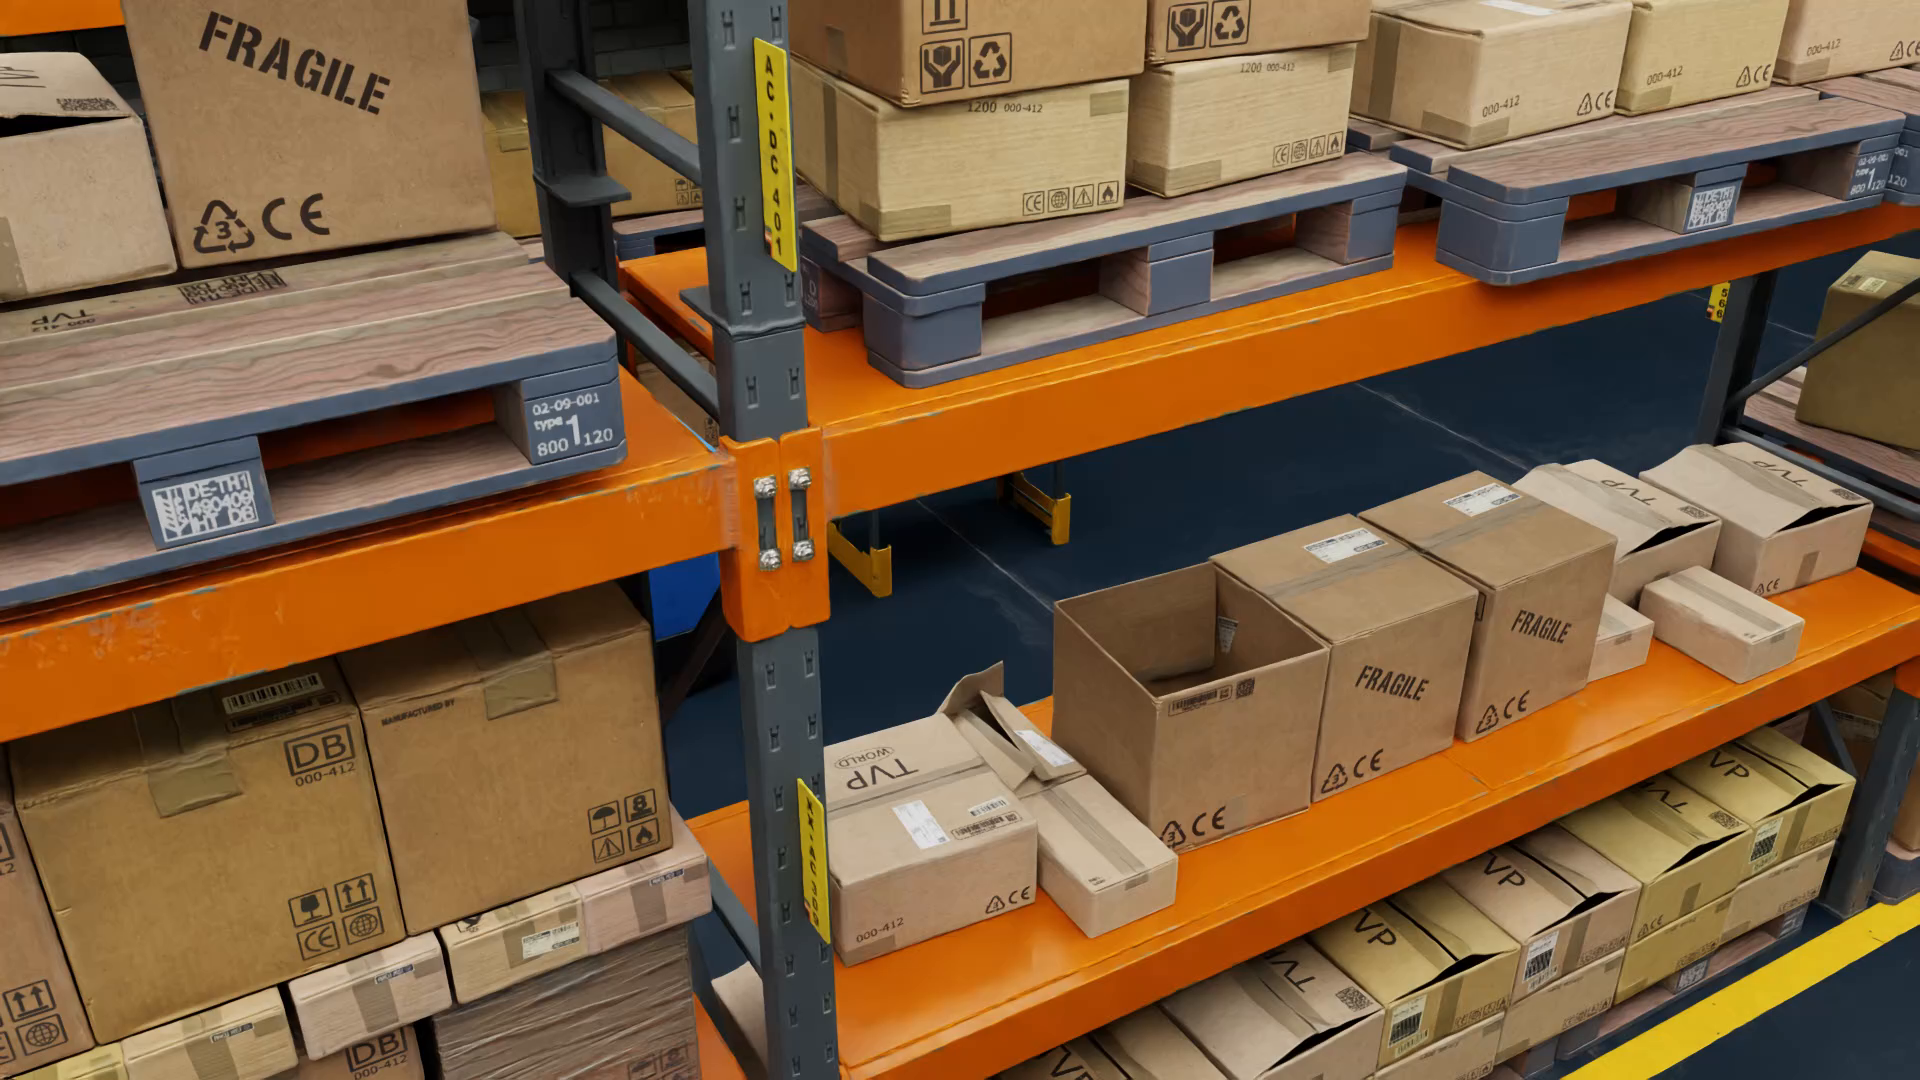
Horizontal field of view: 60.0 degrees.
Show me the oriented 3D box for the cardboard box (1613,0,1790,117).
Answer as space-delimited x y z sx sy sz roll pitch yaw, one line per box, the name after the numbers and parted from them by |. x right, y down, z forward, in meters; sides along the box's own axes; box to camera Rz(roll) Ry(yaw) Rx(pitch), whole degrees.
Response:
1.591 -1.224 3.980 0.500 0.250 0.500 -17 33 -27 | cardboard box

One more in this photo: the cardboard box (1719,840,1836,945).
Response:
2.565 1.052 5.650 0.500 0.250 0.500 -15 32 -25 | cardboard box

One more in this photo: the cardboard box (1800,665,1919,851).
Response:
3.433 0.711 5.989 0.500 0.500 0.500 -14 32 -24 | cardboard box

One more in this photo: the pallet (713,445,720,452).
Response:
-1.343 -0.553 9.033 1.213 0.211 1.003 -16 33 -26 | pallet

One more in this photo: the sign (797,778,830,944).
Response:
-0.271 0.598 3.084 0.005 0.325 0.100 -16 33 -26 | sign

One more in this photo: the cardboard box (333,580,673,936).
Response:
-0.933 0.280 3.191 0.500 0.500 0.700 -16 33 -26 | cardboard box

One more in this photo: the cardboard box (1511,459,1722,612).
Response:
2.026 -0.021 5.276 0.500 0.311 0.500 -16 33 -27 | cardboard box

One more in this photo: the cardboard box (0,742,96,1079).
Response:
-1.800 0.527 2.745 0.500 0.500 0.700 -16 33 -26 | cardboard box

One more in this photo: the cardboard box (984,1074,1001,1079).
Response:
-0.071 1.558 4.153 0.500 0.311 0.500 -16 33 -26 | cardboard box

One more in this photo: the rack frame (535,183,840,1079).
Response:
-0.553 0.781 3.730 0.127 3.000 1.000 -16 33 -26 | rack frame

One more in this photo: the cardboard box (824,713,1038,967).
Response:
-0.151 0.708 4.018 0.500 0.250 0.500 -14 32 -23 | cardboard box

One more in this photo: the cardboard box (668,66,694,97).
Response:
-1.080 -2.064 8.326 0.500 0.500 0.700 -16 33 -26 | cardboard box

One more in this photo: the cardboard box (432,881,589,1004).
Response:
-0.893 0.669 3.159 0.250 0.149 0.380 -17 33 -27 | cardboard box

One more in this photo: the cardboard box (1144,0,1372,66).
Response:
0.478 -1.262 3.273 0.500 0.500 0.500 -13 31 -22 | cardboard box

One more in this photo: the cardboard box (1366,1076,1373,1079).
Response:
0.807 1.553 4.743 0.500 0.250 0.500 -17 33 -28 | cardboard box

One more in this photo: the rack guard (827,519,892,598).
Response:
-0.495 0.031 7.935 0.087 0.250 0.587 -16 33 -26 | rack guard

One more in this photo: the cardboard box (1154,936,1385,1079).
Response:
0.809 1.310 4.602 0.500 0.311 0.500 -17 33 -28 | cardboard box

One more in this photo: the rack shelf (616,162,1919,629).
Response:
1.171 -0.707 4.067 4.000 0.370 1.077 -16 33 -26 | rack shelf

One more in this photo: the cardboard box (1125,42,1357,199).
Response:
0.455 -0.933 3.452 0.500 0.250 0.500 -19 34 -31 | cardboard box

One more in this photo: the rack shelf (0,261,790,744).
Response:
-2.278 0.272 2.292 4.000 0.370 1.077 -16 33 -26 | rack shelf

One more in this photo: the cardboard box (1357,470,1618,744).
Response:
1.457 0.176 4.724 0.500 0.500 0.500 -18 34 -29 | cardboard box

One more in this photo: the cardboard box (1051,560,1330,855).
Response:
0.571 0.427 4.268 0.500 0.500 0.500 -13 32 -23 | cardboard box

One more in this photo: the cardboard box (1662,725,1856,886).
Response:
2.569 0.807 5.514 0.500 0.311 0.500 -15 32 -25 | cardboard box

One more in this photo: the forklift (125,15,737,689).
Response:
-2.475 -0.509 6.138 3.031 2.935 1.130 -17 33 -28 | forklift

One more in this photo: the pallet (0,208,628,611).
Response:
-1.276 -0.274 2.629 1.213 0.211 1.003 -16 33 -26 | pallet

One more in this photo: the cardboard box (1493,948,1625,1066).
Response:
1.688 1.302 5.198 0.500 0.250 0.500 -15 32 -25 | cardboard box

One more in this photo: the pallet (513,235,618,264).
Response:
-2.333 -1.324 7.744 1.213 0.211 1.003 -16 33 -26 | pallet

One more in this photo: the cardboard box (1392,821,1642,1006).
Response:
1.687 1.059 5.057 0.500 0.311 0.500 -16 33 -27 | cardboard box

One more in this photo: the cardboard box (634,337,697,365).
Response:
-1.615 -1.134 8.555 0.500 0.250 0.500 -17 33 -28 | cardboard box

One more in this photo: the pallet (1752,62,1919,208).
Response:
2.356 -1.225 4.457 1.003 0.211 1.213 -14 32 -24 | pallet

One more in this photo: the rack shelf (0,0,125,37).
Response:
-4.790 -1.791 6.030 4.000 0.370 1.077 -16 33 -26 | rack shelf

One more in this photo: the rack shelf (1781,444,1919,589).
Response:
4.620 -0.373 6.566 4.000 0.370 1.077 -16 33 -26 | rack shelf

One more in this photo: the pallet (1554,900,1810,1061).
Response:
2.166 1.208 5.843 1.213 0.211 1.003 -16 33 -26 | pallet

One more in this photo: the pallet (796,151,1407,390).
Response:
0.201 -0.670 3.453 1.217 0.209 0.805 -17 33 -28 | pallet

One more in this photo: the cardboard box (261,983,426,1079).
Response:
-1.384 0.980 3.266 0.500 0.500 0.700 -16 33 -27 | cardboard box

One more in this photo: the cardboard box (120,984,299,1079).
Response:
-1.344 0.799 2.924 0.250 0.149 0.380 -16 33 -26 | cardboard box

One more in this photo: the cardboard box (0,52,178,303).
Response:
-1.587 -0.593 2.628 0.500 0.311 0.500 -18 34 -29 | cardboard box

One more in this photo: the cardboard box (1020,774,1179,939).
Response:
0.314 0.759 4.030 0.250 0.149 0.380 -16 33 -26 | cardboard box

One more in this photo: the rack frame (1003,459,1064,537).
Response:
0.365 -0.760 8.075 0.032 1.500 0.500 -16 33 -26 | rack frame

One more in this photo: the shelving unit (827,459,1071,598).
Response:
-0.066 -0.638 7.854 1.083 1.500 0.587 -16 33 -26 | shelving unit

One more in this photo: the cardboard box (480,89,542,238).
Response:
-2.125 -1.762 7.780 0.500 0.500 0.700 -12 31 -21 | cardboard box
